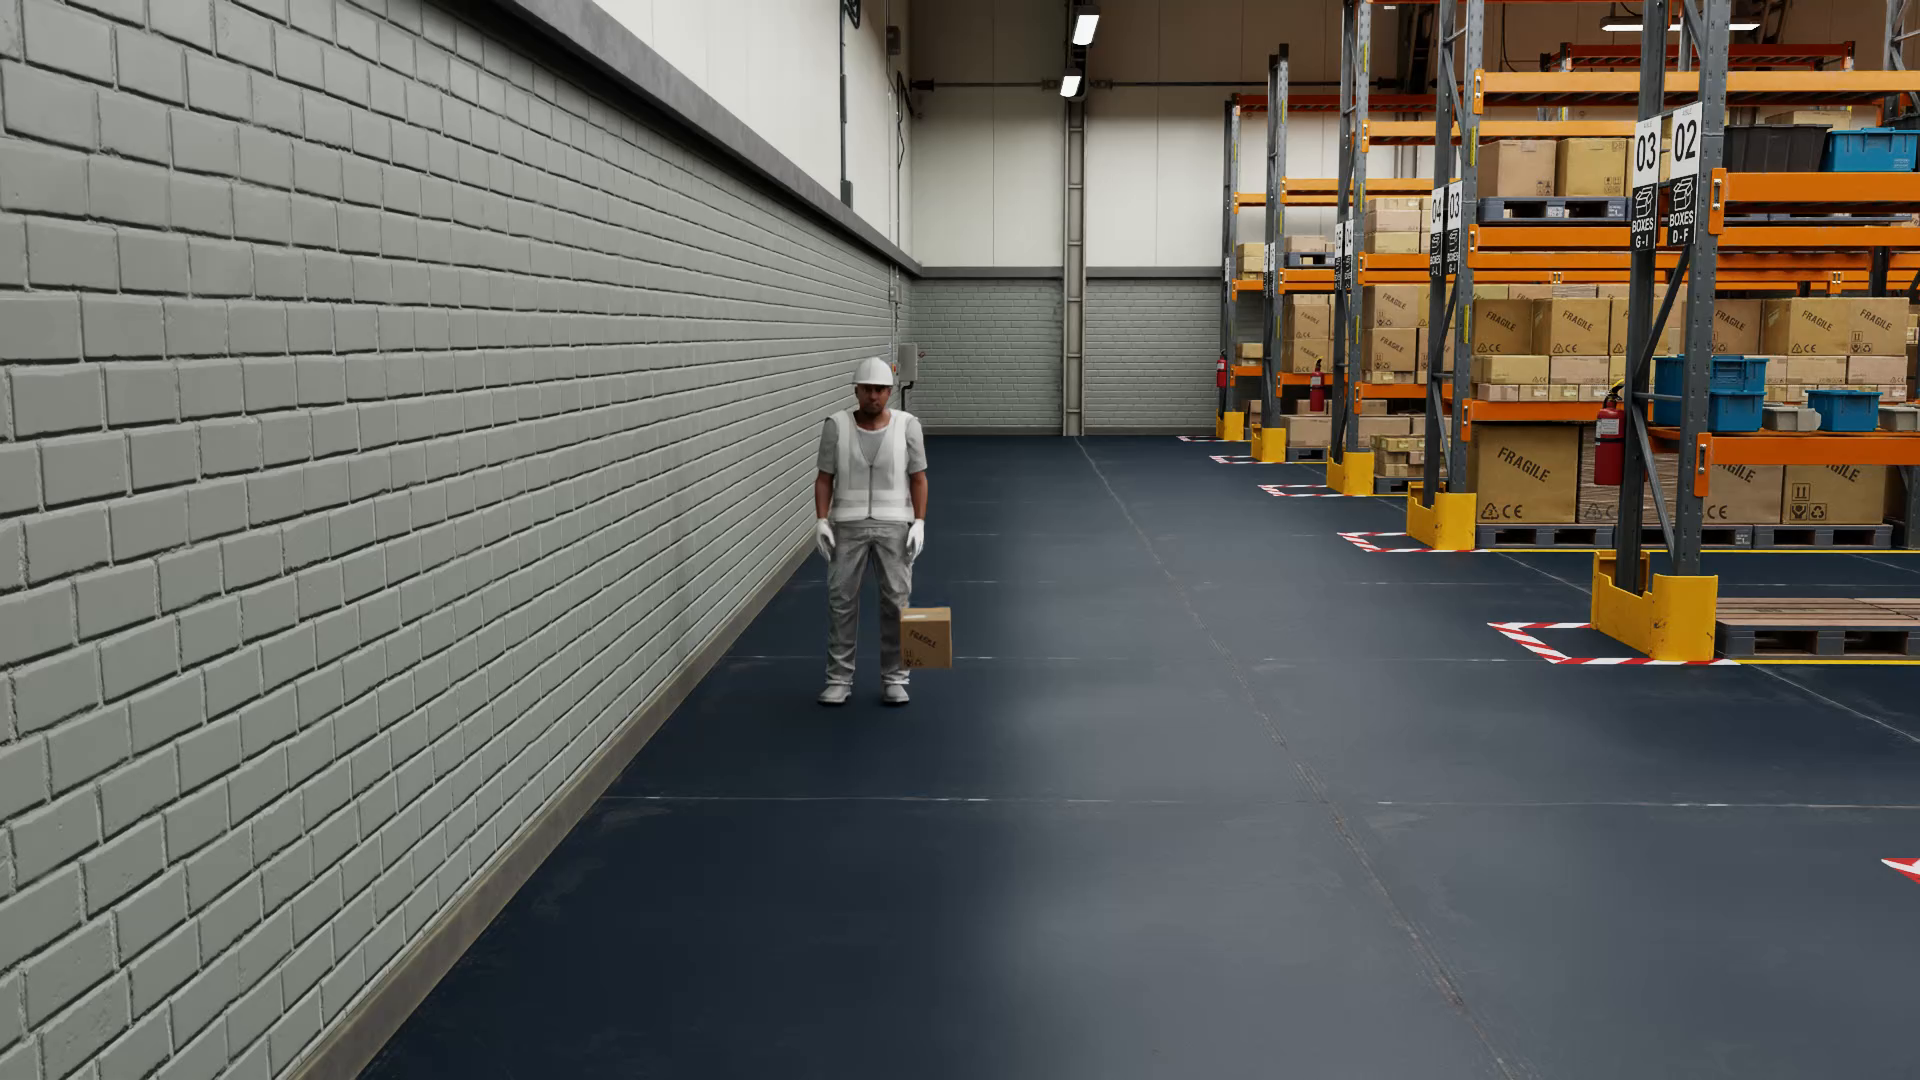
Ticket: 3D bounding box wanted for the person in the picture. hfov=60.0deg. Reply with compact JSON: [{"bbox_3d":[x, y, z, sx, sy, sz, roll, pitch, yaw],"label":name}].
[{"bbox_3d":[-0.458,-0.048,8.580,0.580,1.777,0.426,0,7,0],"label":"person"}]
